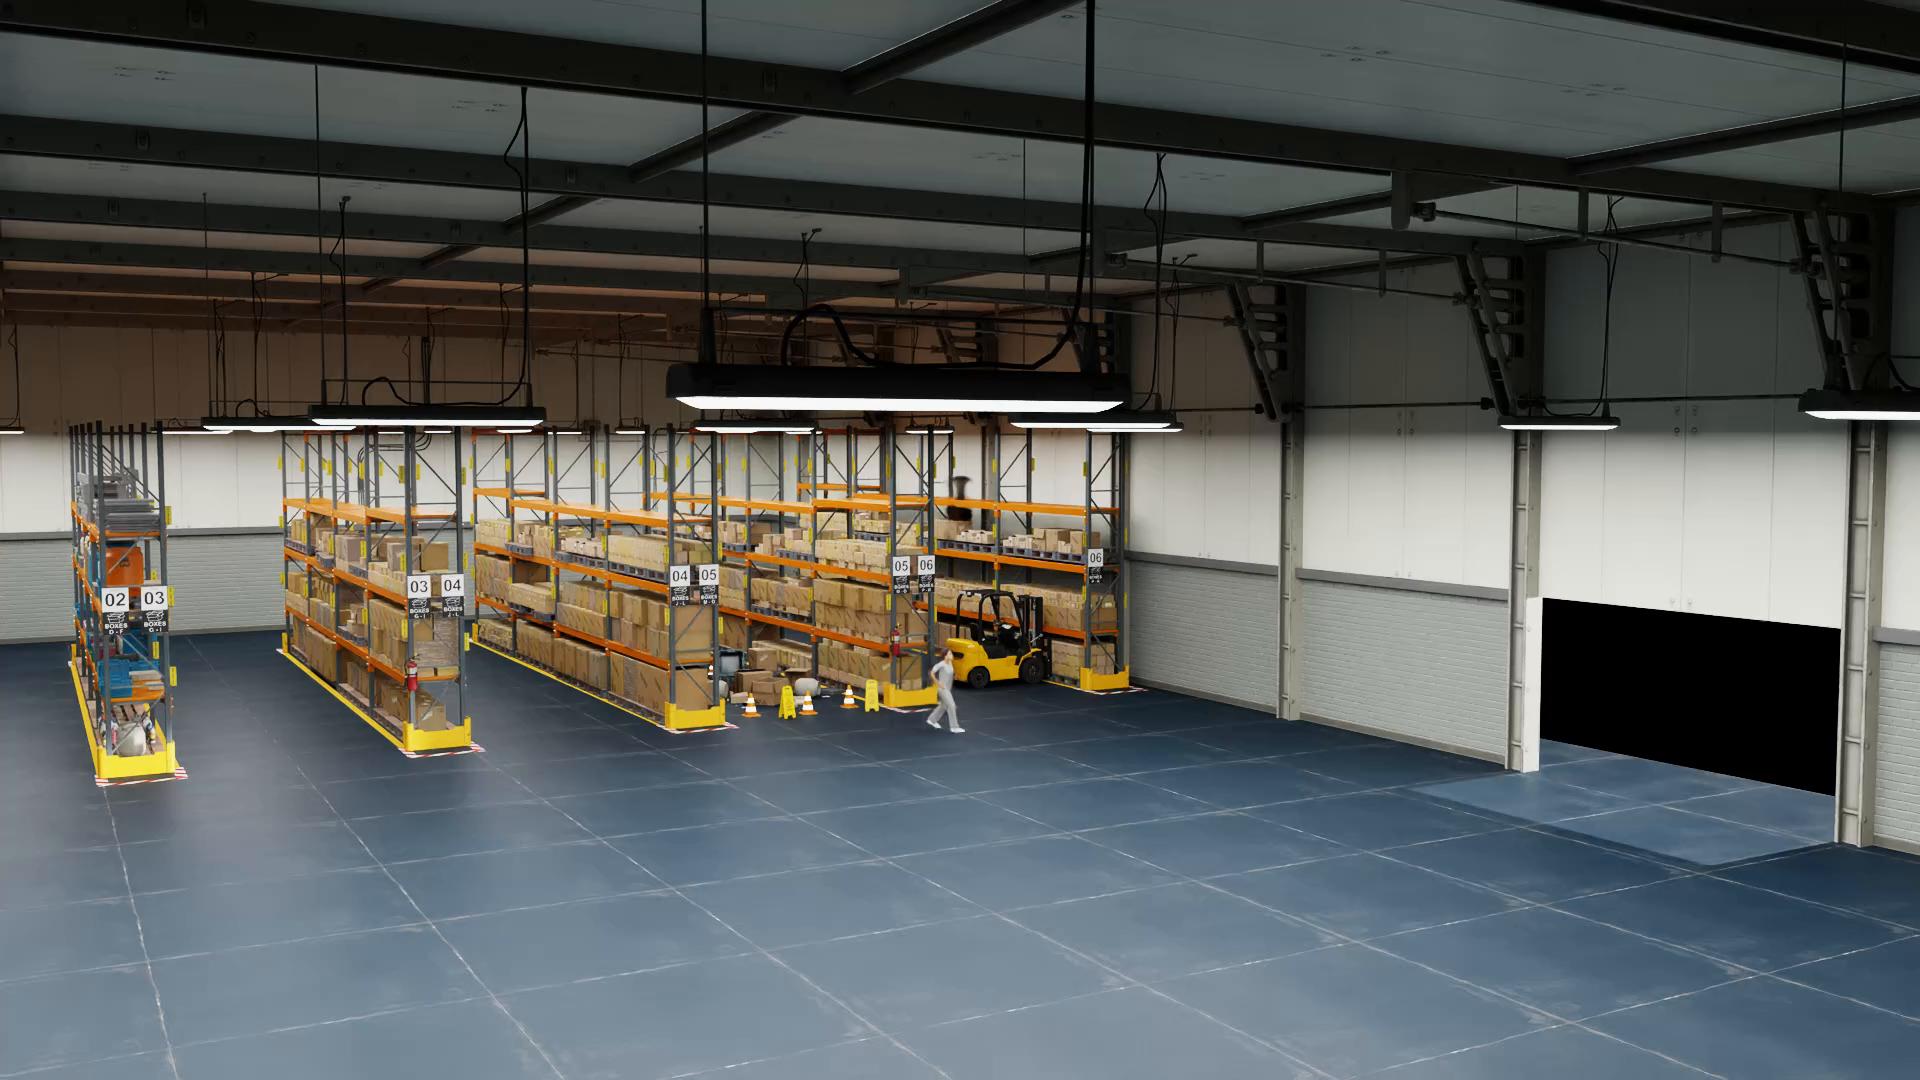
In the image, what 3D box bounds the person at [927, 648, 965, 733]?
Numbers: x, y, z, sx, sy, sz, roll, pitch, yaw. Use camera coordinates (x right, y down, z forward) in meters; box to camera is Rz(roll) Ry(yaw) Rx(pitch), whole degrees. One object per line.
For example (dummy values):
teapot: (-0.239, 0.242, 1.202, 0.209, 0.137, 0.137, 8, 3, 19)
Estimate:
person: (-0.319, 2.895, 32.140, 0.859, 1.640, 0.566, 2, 4, 23)
